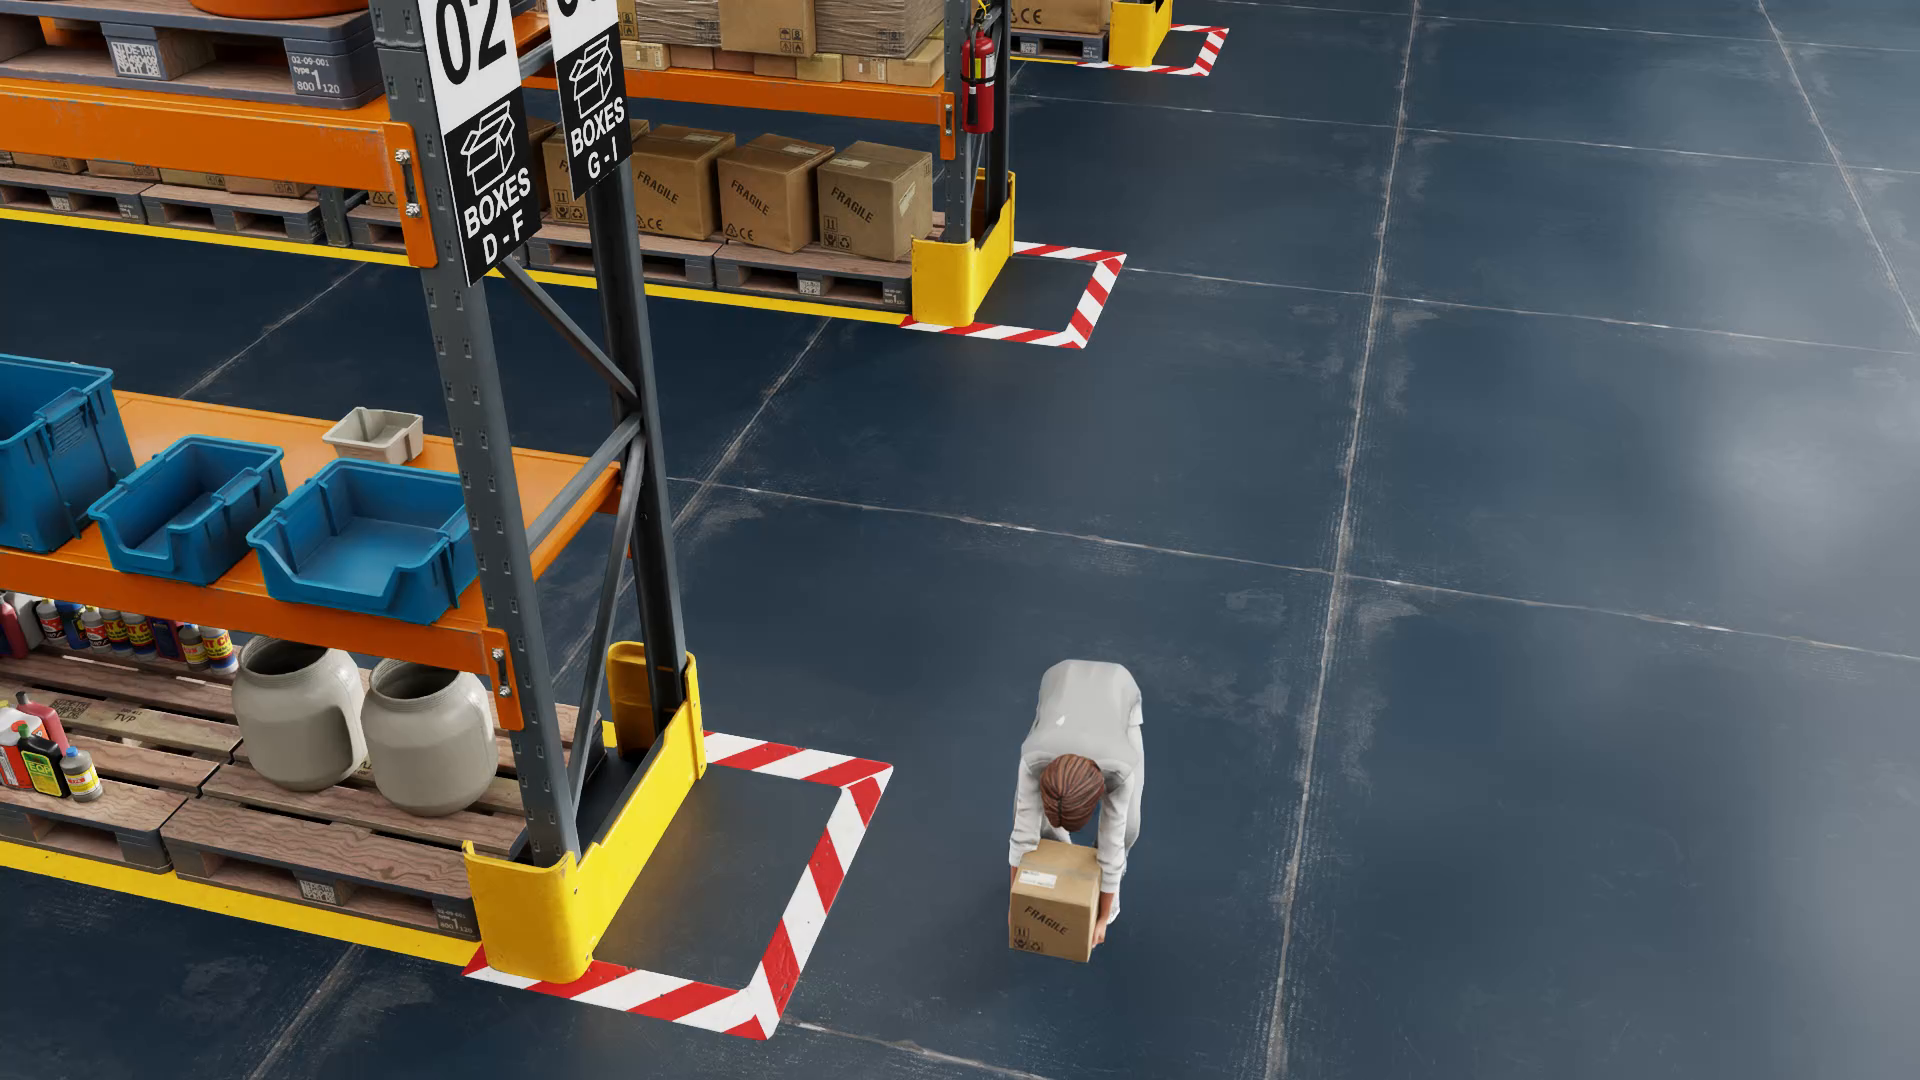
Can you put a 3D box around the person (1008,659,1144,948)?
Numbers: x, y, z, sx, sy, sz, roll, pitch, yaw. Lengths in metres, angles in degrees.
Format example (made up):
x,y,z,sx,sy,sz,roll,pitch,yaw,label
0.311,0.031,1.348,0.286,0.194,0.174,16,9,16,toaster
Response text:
x,y,z,sx,sy,sz,roll,pitch,yaw,label
0.372,0.886,5.372,0.417,0.970,0.861,7,34,10,person
